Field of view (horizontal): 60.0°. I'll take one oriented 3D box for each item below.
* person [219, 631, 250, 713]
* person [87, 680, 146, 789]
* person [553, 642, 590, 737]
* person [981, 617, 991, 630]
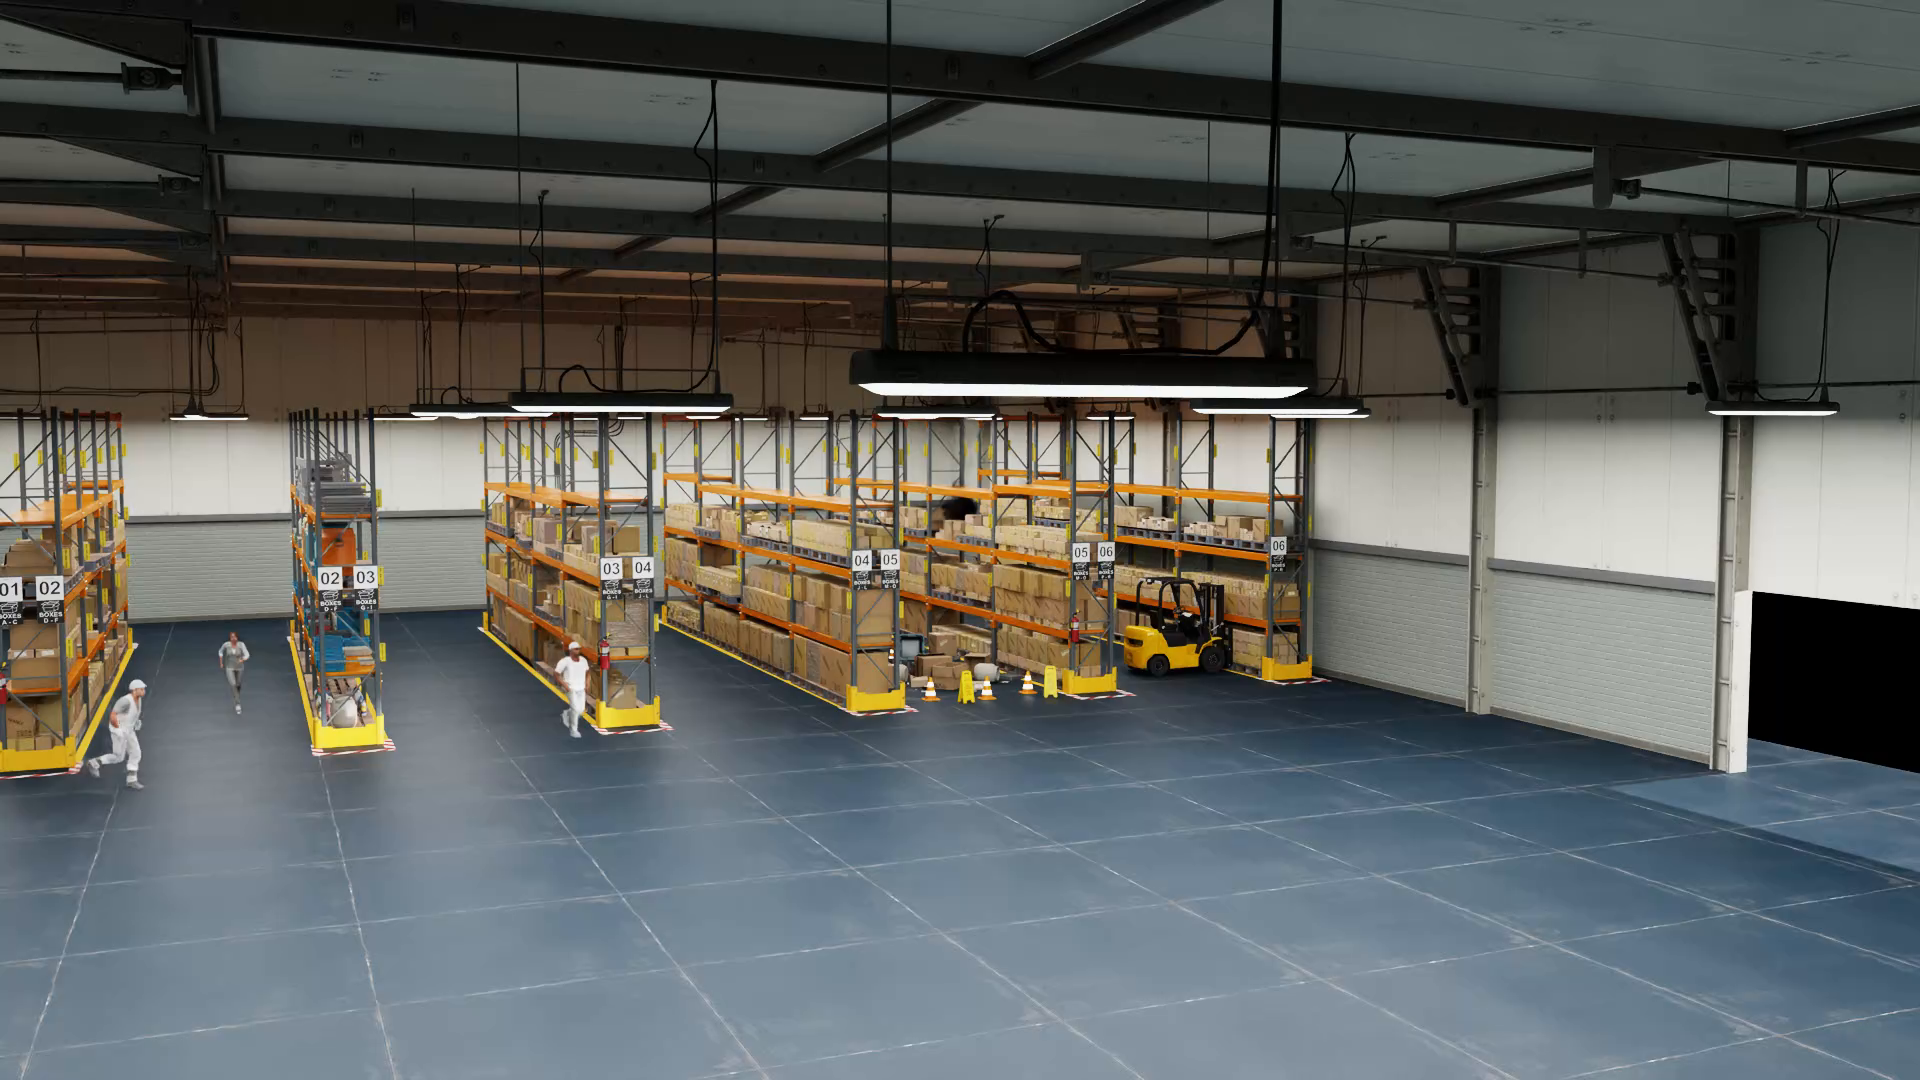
[{"bbox_3d":[-14.477,2.603,33.187,0.557,1.597,0.929,-2,4,-26],"label":"person"},{"bbox_3d":[-13.240,3.053,26.160,0.974,1.726,0.666,0,4,-4],"label":"person"},{"bbox_3d":[-7.141,2.738,30.641,0.688,1.737,0.746,4,5,42],"label":"person"},{"bbox_3d":[0.755,1.629,46.039,0.672,1.759,0.629,-2,5,-30],"label":"person"}]
